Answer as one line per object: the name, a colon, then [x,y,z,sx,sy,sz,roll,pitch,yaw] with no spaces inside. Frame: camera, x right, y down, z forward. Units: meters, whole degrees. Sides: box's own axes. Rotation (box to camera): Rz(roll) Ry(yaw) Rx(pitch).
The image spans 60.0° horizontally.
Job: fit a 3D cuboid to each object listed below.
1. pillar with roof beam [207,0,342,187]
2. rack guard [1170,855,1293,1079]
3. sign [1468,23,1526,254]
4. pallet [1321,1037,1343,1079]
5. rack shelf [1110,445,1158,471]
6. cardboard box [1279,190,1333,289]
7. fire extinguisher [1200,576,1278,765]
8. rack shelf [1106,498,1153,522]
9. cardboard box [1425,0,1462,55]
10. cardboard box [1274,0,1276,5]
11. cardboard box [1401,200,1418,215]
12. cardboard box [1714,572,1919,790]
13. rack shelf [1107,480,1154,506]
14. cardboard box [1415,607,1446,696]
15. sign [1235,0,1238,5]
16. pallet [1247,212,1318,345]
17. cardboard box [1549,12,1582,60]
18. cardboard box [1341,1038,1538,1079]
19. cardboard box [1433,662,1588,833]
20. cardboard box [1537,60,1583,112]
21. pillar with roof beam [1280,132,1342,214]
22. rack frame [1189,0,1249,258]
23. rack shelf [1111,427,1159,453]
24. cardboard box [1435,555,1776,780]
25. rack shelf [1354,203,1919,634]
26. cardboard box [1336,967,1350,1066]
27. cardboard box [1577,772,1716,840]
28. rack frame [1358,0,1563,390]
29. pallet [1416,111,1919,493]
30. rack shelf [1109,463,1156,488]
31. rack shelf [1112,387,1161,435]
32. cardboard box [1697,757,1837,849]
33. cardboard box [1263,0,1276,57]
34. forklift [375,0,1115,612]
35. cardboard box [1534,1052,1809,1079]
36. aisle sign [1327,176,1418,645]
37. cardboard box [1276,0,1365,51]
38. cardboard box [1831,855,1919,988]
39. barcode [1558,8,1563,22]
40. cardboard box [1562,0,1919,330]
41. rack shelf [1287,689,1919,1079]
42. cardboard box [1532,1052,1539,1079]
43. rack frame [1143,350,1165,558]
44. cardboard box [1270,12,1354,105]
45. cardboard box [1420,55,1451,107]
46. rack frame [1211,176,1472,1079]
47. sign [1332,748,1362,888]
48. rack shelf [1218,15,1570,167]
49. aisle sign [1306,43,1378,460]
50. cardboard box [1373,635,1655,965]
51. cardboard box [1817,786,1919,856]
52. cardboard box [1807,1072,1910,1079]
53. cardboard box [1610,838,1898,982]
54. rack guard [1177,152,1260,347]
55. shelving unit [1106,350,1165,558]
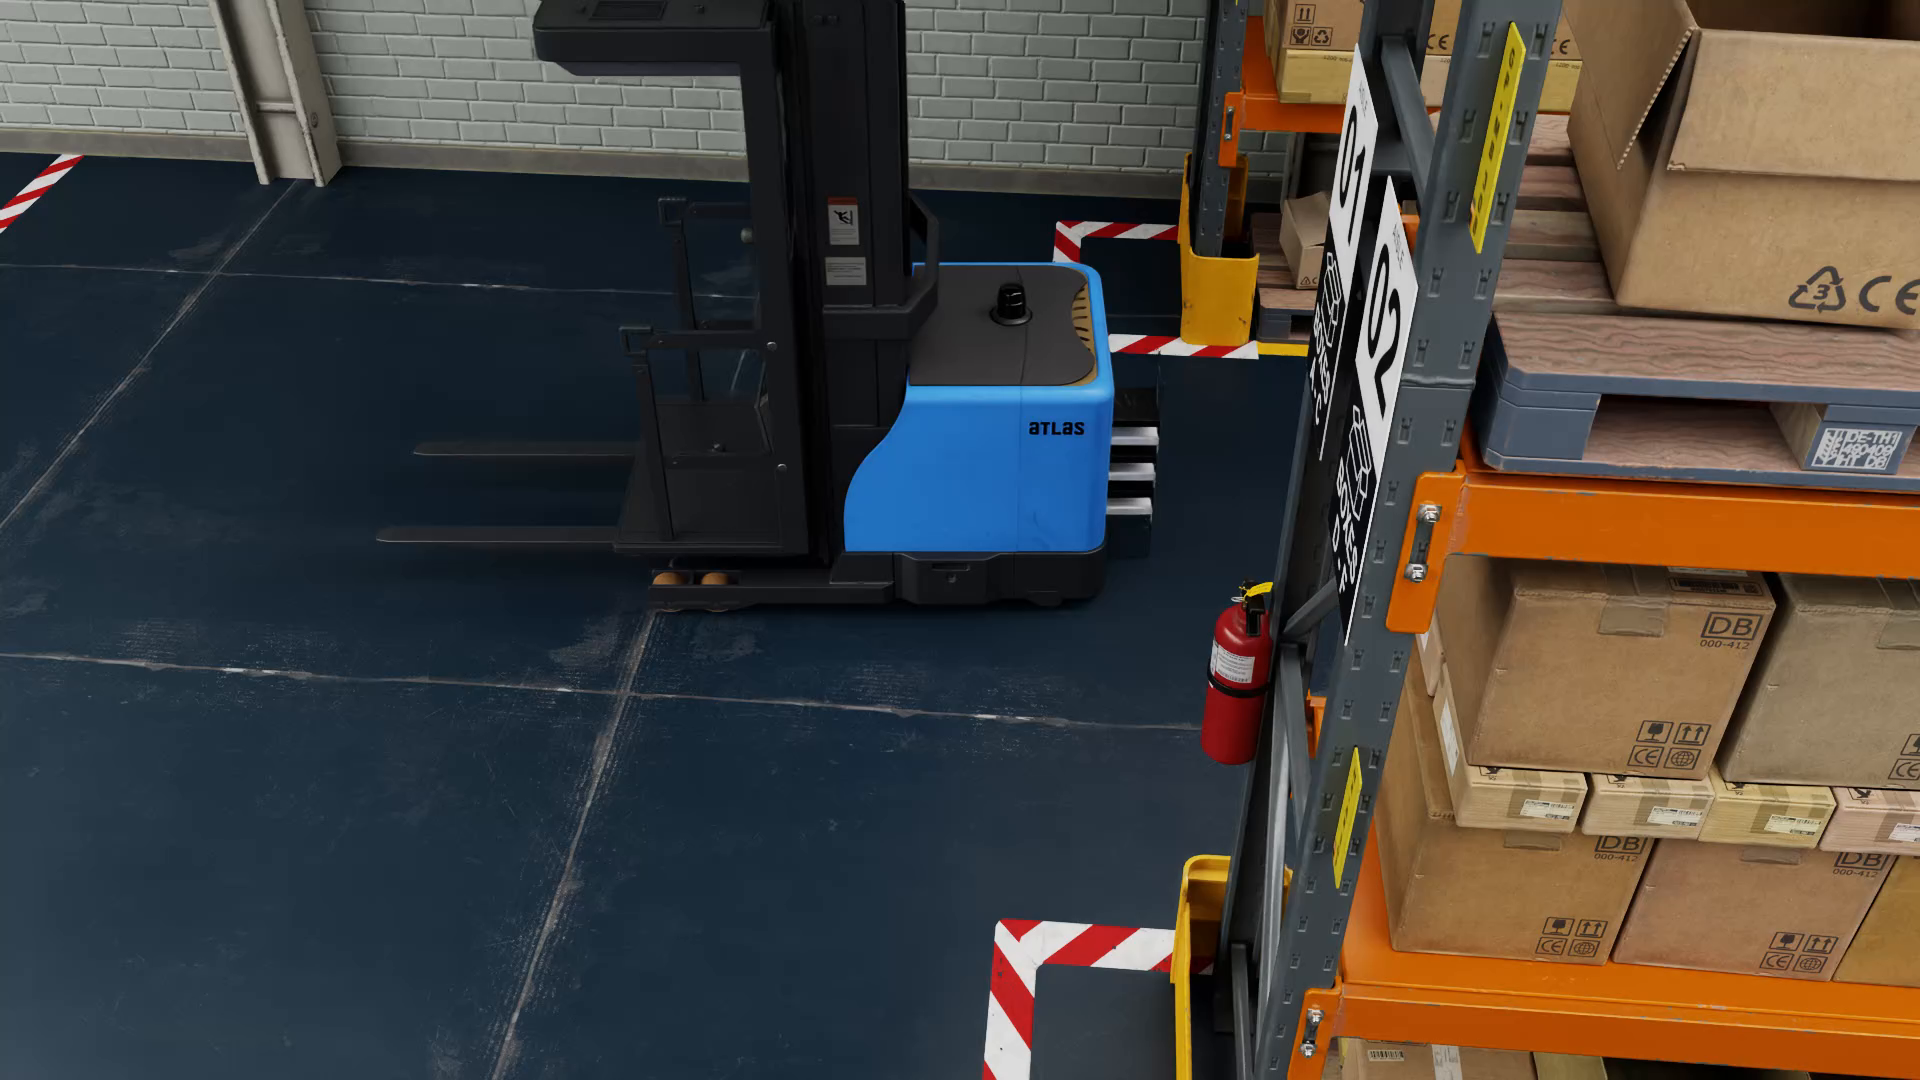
pillar with roof beam: [-4.304,-2.976,3.777,0.400,9.000,9.100,3,39,4]
rack guard: [0.825,1.560,4.937,0.348,0.500,1.175,3,39,4]
sign: [0.795,-0.592,2.470,0.005,0.325,0.100,3,39,4]
pallet: [1.614,1.689,5.008,1.213,0.211,1.003,3,39,4]
rack shelf: [0.710,-0.392,6.929,0.200,0.077,0.258,0,39,0]
cardboard box: [1.954,-1.557,8.569,0.500,0.311,0.500,-1,39,-1]
fire extinguisher: [0.771,0.323,4.538,0.183,0.674,0.296,3,39,4]
rack shelf: [0.710,-0.183,7.100,0.200,0.077,0.258,0,39,0]
cardboard box: [2.214,-2.516,7.474,0.500,0.500,0.500,3,39,4]
cardboard box: [1.761,-2.872,7.911,0.500,0.500,0.500,3,39,3]
cardboard box: [2.522,-1.526,8.530,0.500,0.311,0.500,6,40,8]
cardboard box: [1.890,0.112,3.630,0.500,0.500,0.700,2,39,3]
rack shelf: [0.710,-0.252,7.043,0.200,0.077,0.258,0,39,0]
cardboard box: [1.246,0.203,4.032,0.250,0.149,0.380,3,39,3]
sign: [1.226,-2.518,7.282,0.005,0.325,0.100,3,39,4]
pallet: [2.155,-1.372,8.768,1.213,0.211,1.003,3,39,4]
cardboard box: [2.728,-2.484,7.434,0.500,0.500,0.500,2,39,2]
cardboard box: [1.364,1.665,4.674,0.500,0.250,0.500,3,39,4]
cardboard box: [1.221,0.458,3.718,0.250,0.149,0.380,3,39,4]
cardboard box: [2.757,-2.196,7.675,0.500,0.250,0.500,3,39,3]
pillar with roof beam: [1.673,-2.649,3.376,0.400,9.000,9.100,3,39,4]
rack frame: [1.273,-2.524,7.974,0.127,3.000,1.000,3,39,4]
rack shelf: [0.710,-0.462,6.872,0.200,0.077,0.258,0,39,0]
cardboard box: [1.366,0.086,3.661,0.500,0.500,0.700,3,39,4]
rack shelf: [2.841,-0.183,3.293,4.000,0.370,1.077,3,39,4]
cardboard box: [1.409,1.339,5.075,0.500,0.250,0.500,3,39,4]
cardboard box: [1.485,0.471,3.702,0.250,0.149,0.380,2,39,3]
rack frame: [0.849,-1.735,2.253,0.127,3.000,1.000,3,39,4]
pallet: [1.551,-0.482,3.160,1.213,0.211,1.003,3,39,4]
rack shelf: [0.710,-0.322,6.986,0.200,0.077,0.258,0,39,0]
rack shelf: [0.710,-0.532,6.815,0.200,0.077,0.258,0,39,0]
cardboard box: [1.733,0.486,3.684,0.250,0.149,0.380,3,39,4]
cardboard box: [1.755,-2.570,8.134,0.500,0.250,0.500,4,39,4]
forklift: [-0.913,-1.173,6.370,3.031,2.935,1.130,0,39,0]
cardboard box: [1.862,1.400,4.406,0.500,0.500,0.500,3,39,4]
aisle sign: [0.757,-0.227,3.094,0.004,0.787,0.394,3,39,4]
cardboard box: [1.722,-2.549,7.515,0.500,0.500,0.500,3,39,4]
cardboard box: [2.331,0.643,4.005,0.500,0.500,0.700,3,39,4]
barcode: [1.191,-1.083,3.369,0.075,0.075,0.001,3,39,4]
cardboard box: [1.421,-0.795,2.949,0.637,0.503,0.797,6,39,7]
rack shelf: [2.841,0.980,4.240,4.000,0.370,1.077,3,39,4]
cardboard box: [1.862,1.689,4.644,0.500,0.250,0.500,3,39,4]
rack frame: [0.812,-0.348,6.965,0.006,0.900,0.240,0,39,0]
cardboard box: [1.731,-2.247,7.738,0.500,0.250,0.500,2,39,3]
cardboard box: [2.250,-2.228,7.714,0.500,0.250,0.500,2,39,2]
rack frame: [0.849,0.592,4.147,0.127,3.000,1.000,3,39,4]
sign: [0.795,0.574,3.420,0.005,0.325,0.100,3,39,4]
rack shelf: [3.265,-2.136,8.068,4.000,0.370,1.077,3,39,4]
aisle sign: [0.809,-0.605,3.557,0.004,0.787,0.394,3,39,4]
cardboard box: [1.313,0.587,4.074,0.500,0.500,0.700,3,39,4]
cardboard box: [1.984,0.501,3.666,0.250,0.149,0.380,3,39,3]
cardboard box: [2.362,1.419,4.382,0.500,0.500,0.500,3,39,4]
cardboard box: [1.836,0.612,4.043,0.500,0.500,0.700,4,39,5]
rack guard: [1.348,-1.550,8.758,0.348,0.500,1.175,3,39,4]
shelving unit: [0.710,-0.348,6.965,0.210,0.900,0.258,0,39,0]
